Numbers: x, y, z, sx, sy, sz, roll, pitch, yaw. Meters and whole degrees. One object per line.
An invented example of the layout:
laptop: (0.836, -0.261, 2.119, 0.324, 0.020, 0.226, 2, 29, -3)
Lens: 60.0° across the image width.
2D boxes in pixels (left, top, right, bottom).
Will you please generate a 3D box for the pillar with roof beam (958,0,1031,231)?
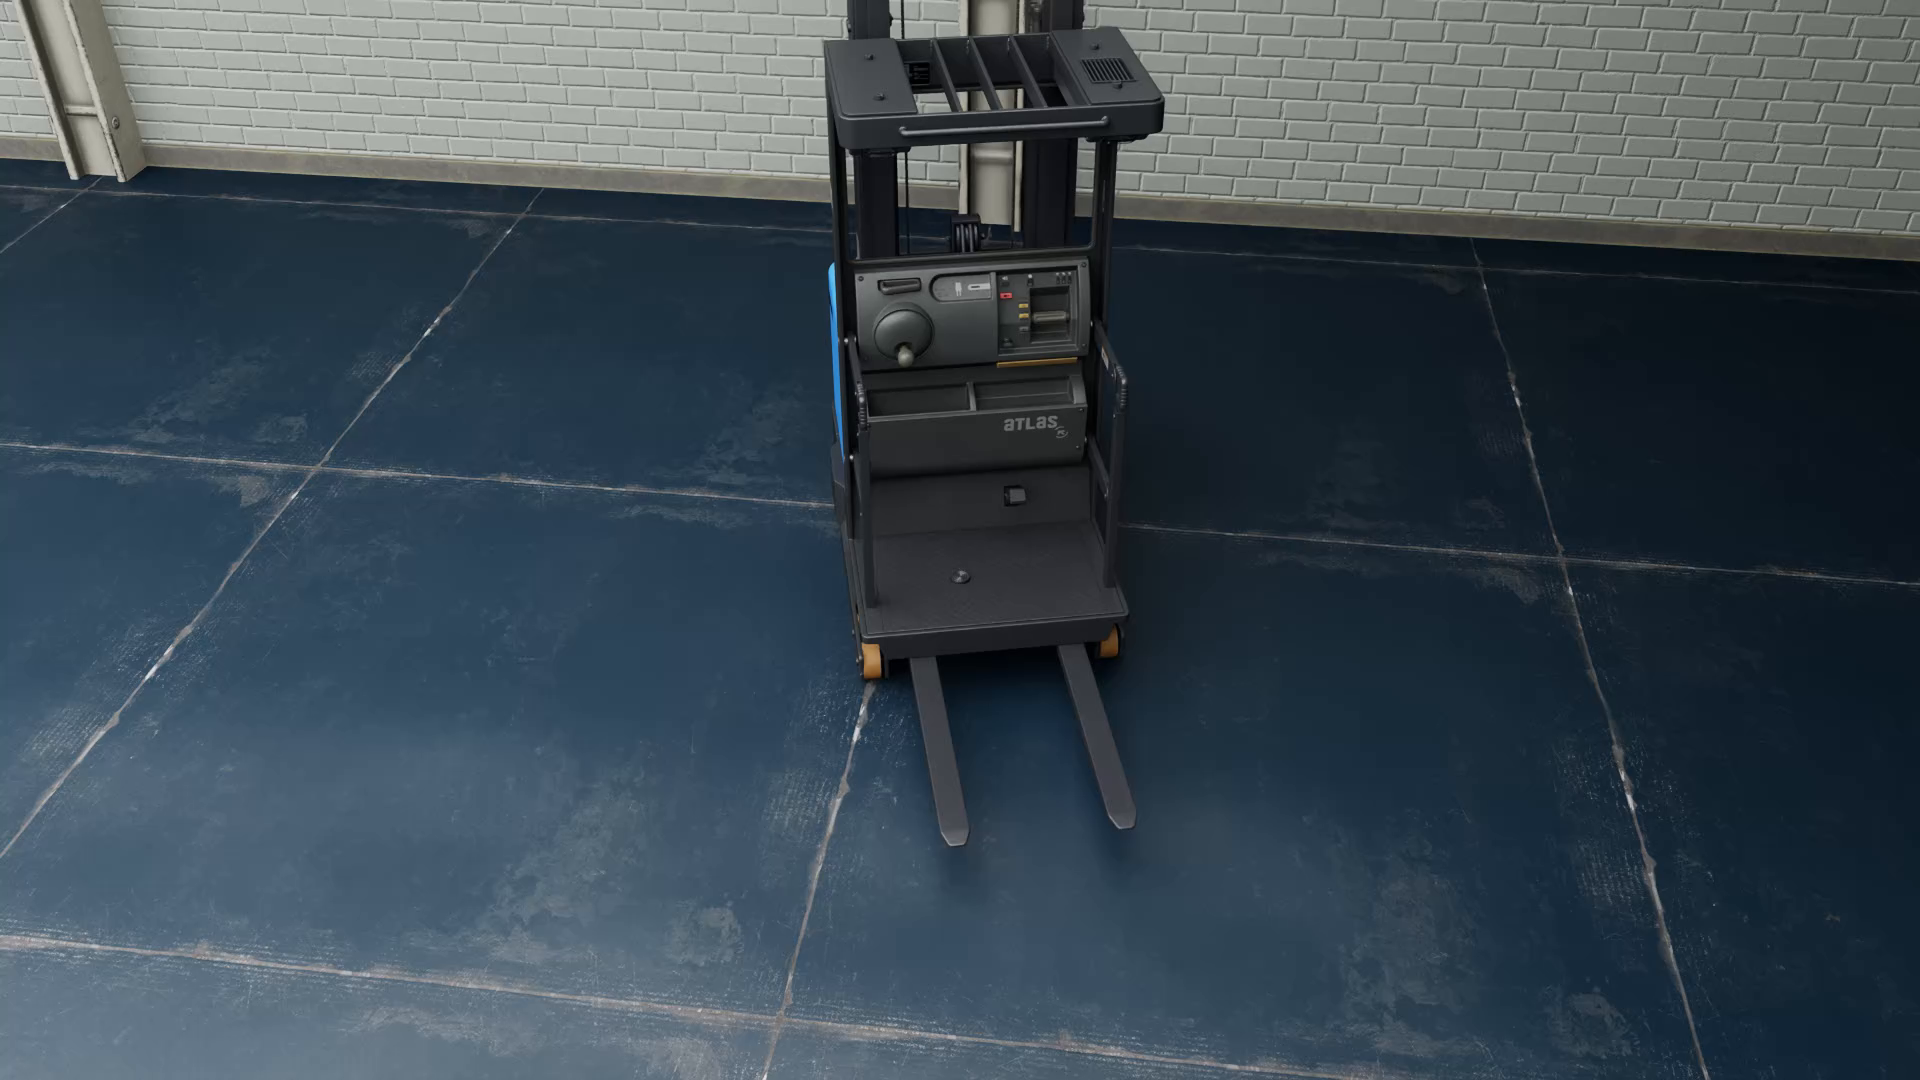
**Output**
pillar with roof beam: (-0.342, -3.231, 4.530, 0.400, 9.000, 9.100, 4, 36, 6)

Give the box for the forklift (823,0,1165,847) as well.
forklift: (0.086, -0.831, 6.391, 1.130, 2.935, 3.031, -5, 36, -6)

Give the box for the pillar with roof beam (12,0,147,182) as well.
pillar with roof beam: (-6.293, -3.675, 5.152, 0.400, 9.000, 9.100, 4, 36, 6)
